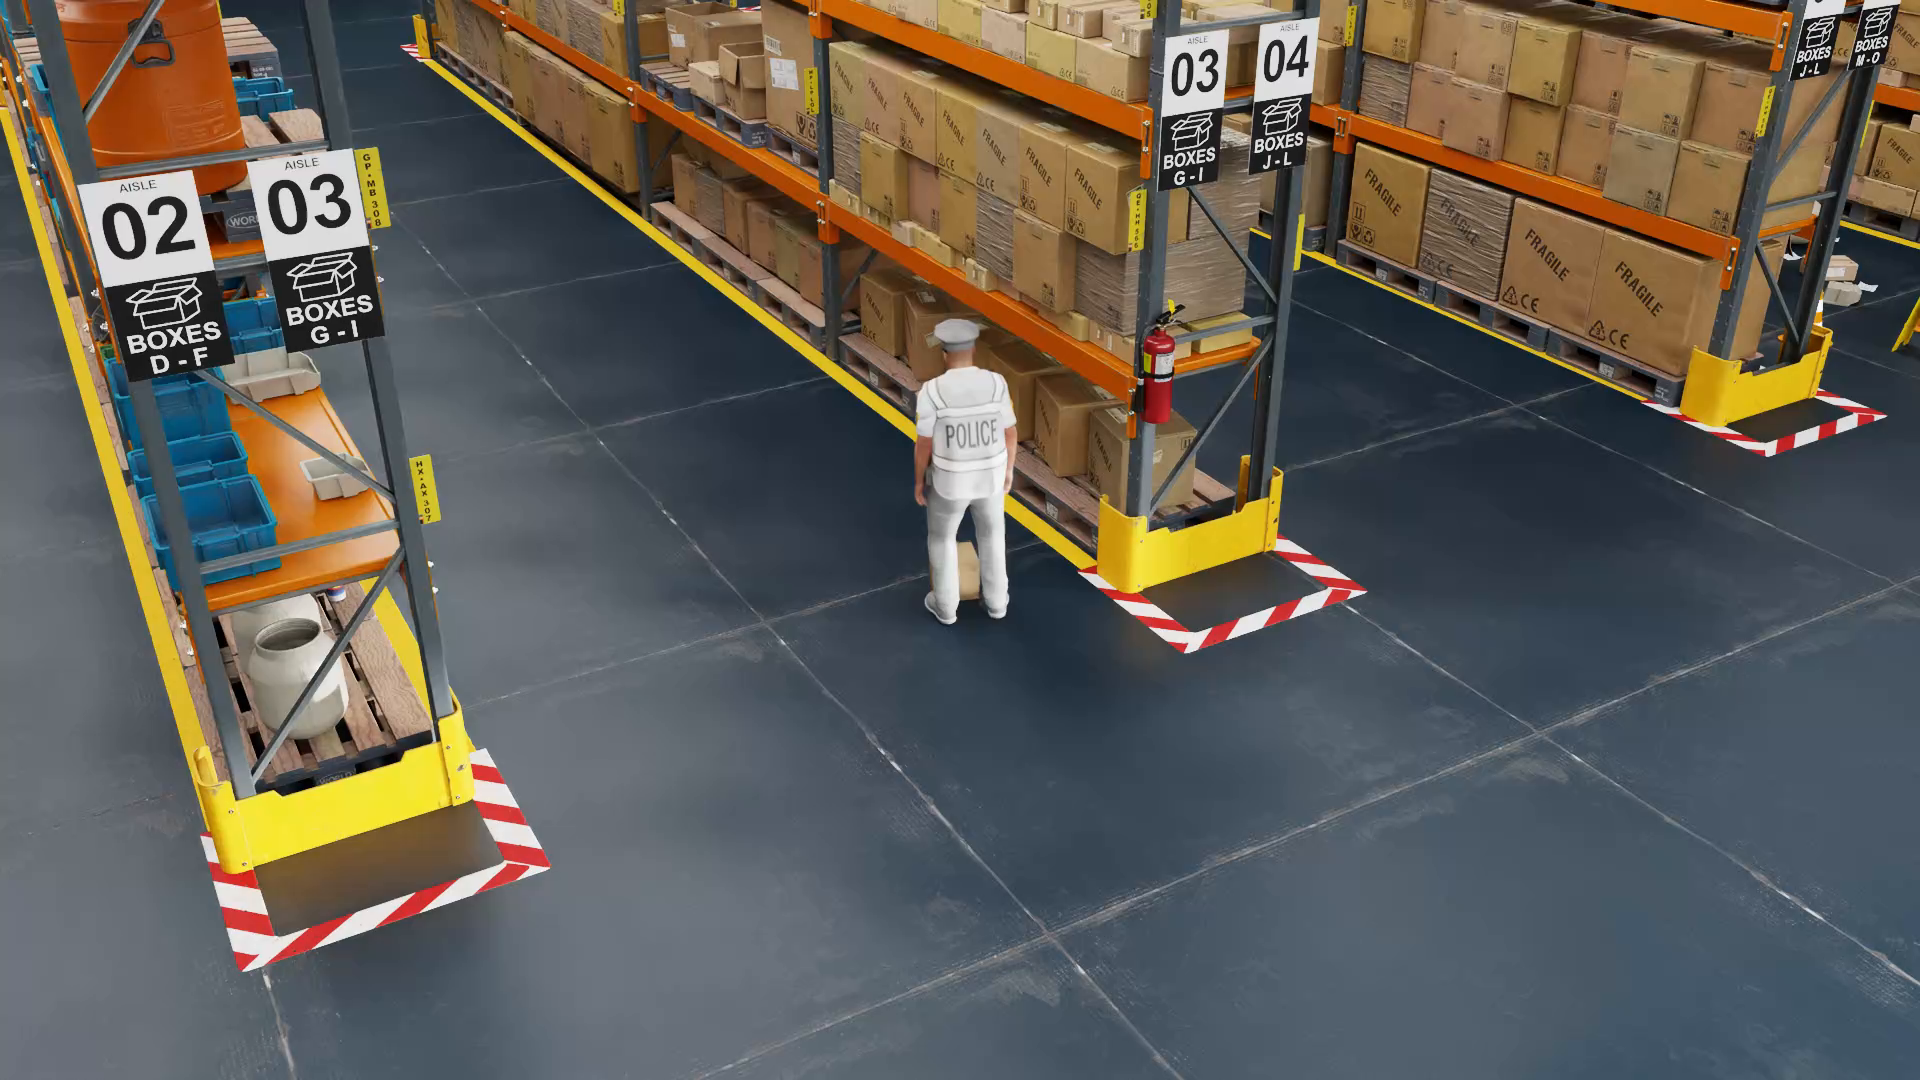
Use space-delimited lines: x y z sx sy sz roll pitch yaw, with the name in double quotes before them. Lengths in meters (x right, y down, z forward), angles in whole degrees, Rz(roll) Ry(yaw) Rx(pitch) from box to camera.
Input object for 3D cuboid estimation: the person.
"person" 0.029 -0.338 9.173 0.585 1.747 0.442 -7 30 -12
